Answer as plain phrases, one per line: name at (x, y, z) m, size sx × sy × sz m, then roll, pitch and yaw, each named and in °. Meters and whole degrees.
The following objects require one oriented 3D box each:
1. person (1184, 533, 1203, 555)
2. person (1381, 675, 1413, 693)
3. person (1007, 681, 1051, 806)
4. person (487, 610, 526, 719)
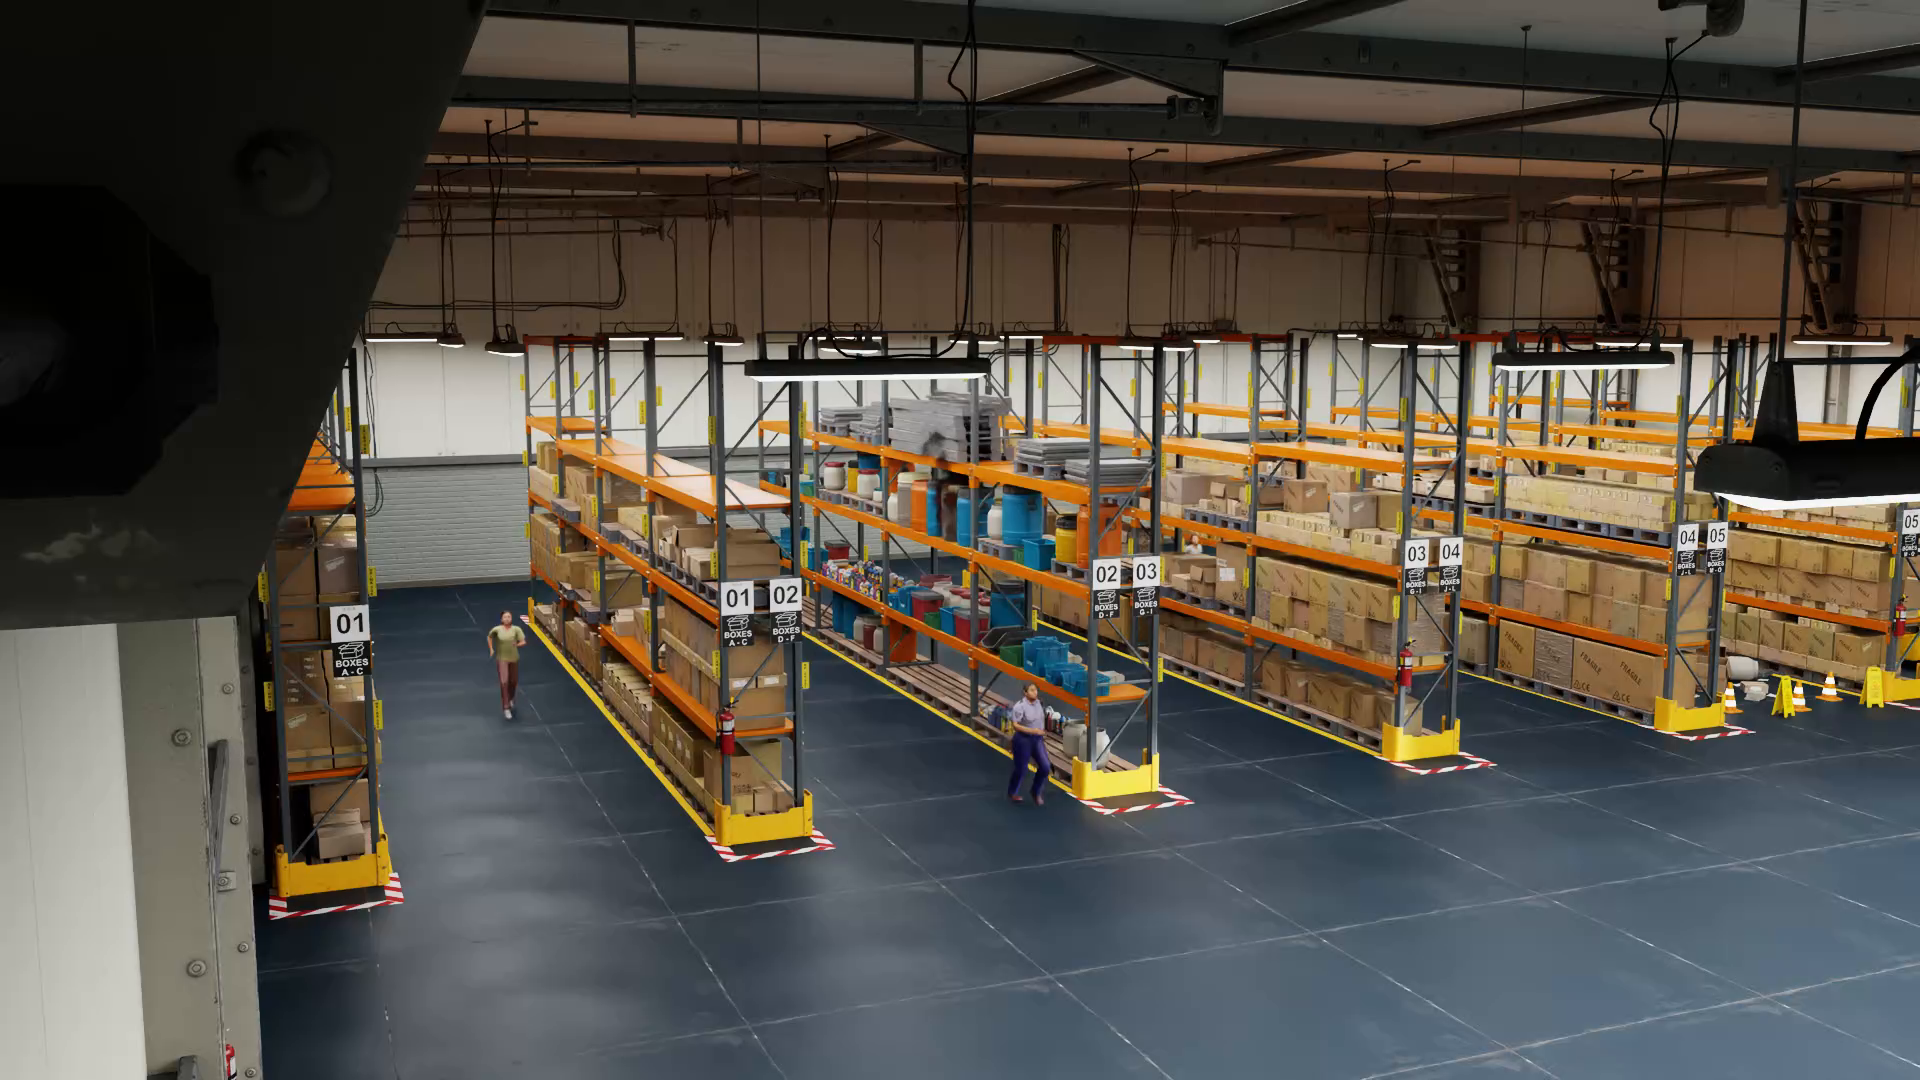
person at (5.110, 0.673, 36.475) m, size 0.577 × 1.669 × 0.895 m, roll -3°, pitch 8°, yaw -22°
person at (7.503, 1.716, 28.254) m, size 0.647 × 1.792 × 0.845 m, roll -5°, pitch 9°, yaw -34°
person at (0.917, 2.673, 21.647) m, size 0.628 × 1.700 × 0.690 m, roll -6°, pitch 10°, yaw -38°
person at (-7.231, 1.944, 26.608) m, size 0.564 × 1.681 × 0.908 m, roll -3°, pitch 8°, yaw -24°
